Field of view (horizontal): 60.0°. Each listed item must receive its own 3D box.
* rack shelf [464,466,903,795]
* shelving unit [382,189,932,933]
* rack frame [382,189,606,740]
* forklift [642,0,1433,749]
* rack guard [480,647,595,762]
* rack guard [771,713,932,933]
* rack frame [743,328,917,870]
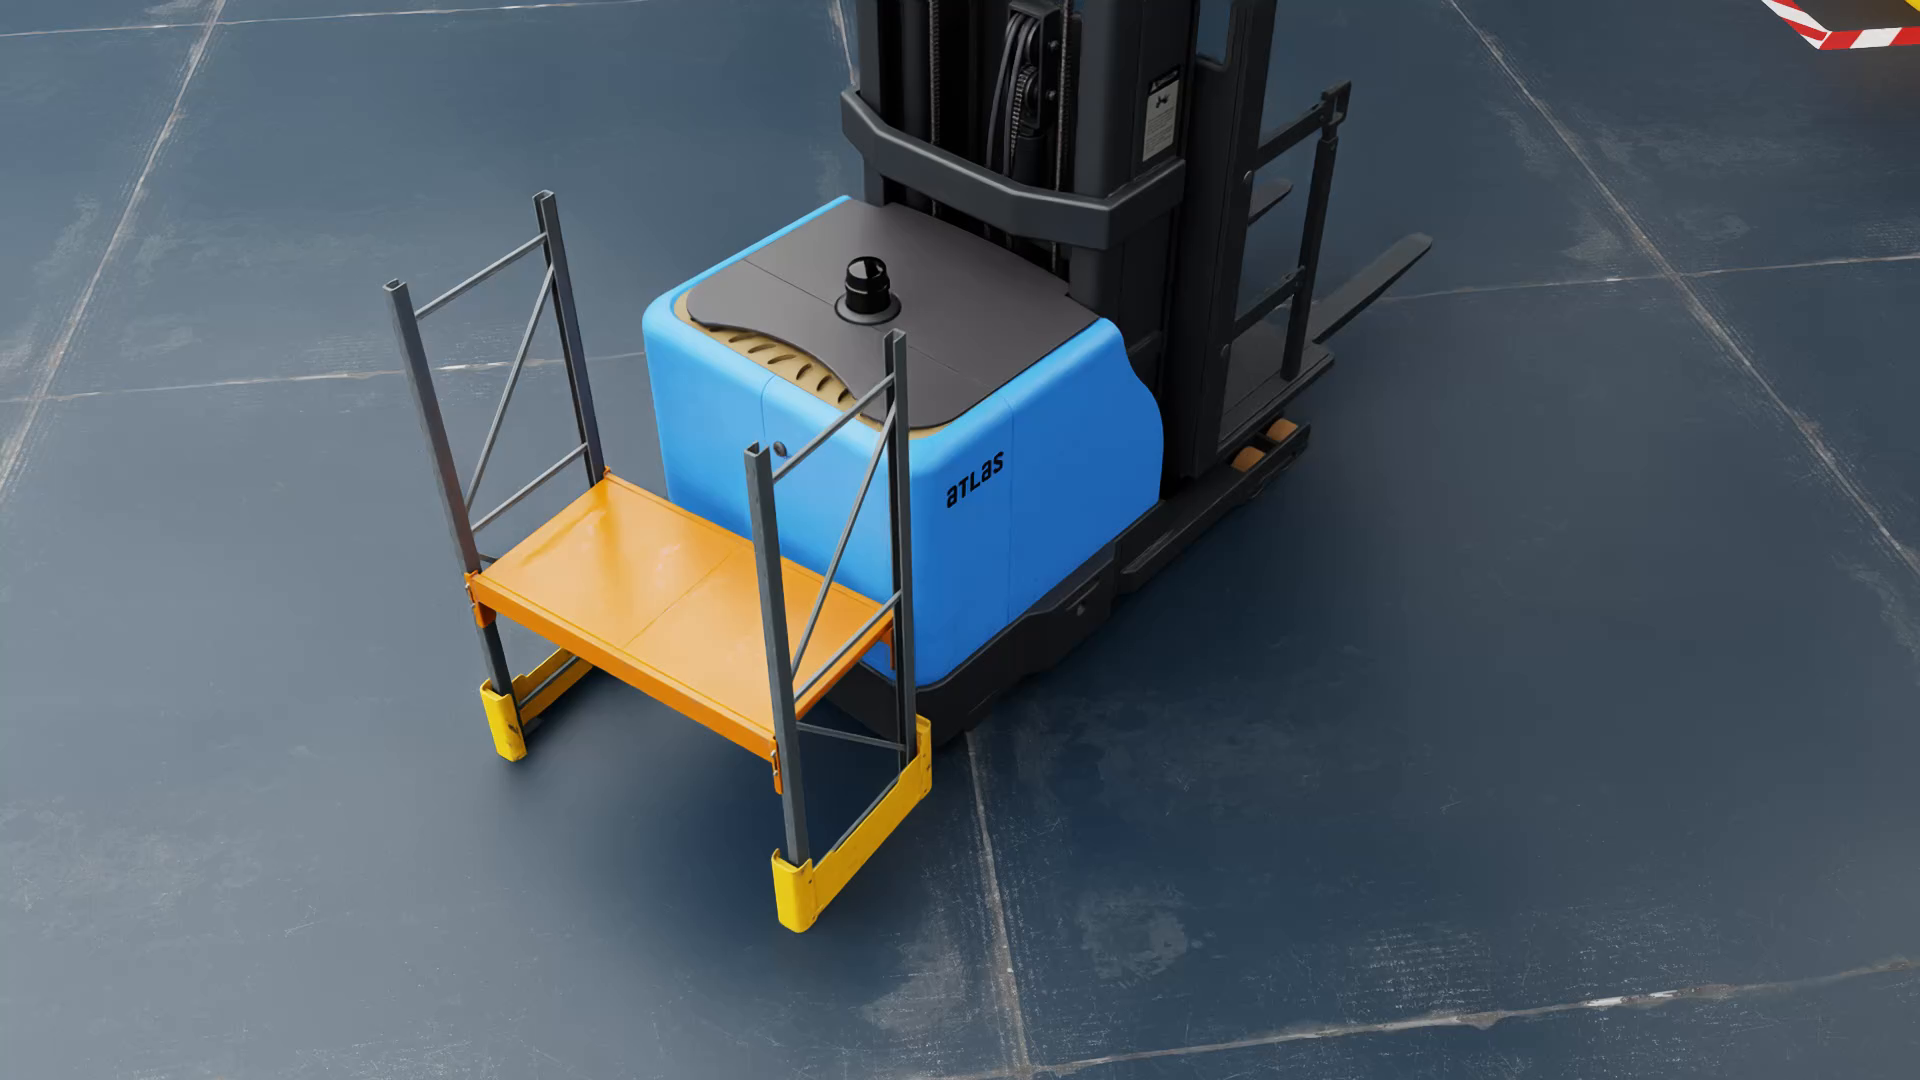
[{"bbox_3d":[-0.686,0.197,4.181,1.000,0.185,0.538,24,47,25],"label":"rack shelf"},{"bbox_3d":[-0.679,0.067,4.056,1.083,1.500,0.587,24,47,25],"label":"shelving unit"},{"bbox_3d":[-1.108,-0.127,4.271,0.032,1.500,0.500,24,47,25],"label":"rack frame"},{"bbox_3d":[0.503,-1.426,4.643,1.130,2.935,3.031,31,50,29],"label":"forklift"},{"bbox_3d":[-1.091,0.344,4.682,0.087,0.250,0.587,24,47,25],"label":"rack guard"},{"bbox_3d":[-0.266,0.718,4.268,0.087,0.250,0.587,24,47,25],"label":"rack guard"},{"bbox_3d":[-0.265,0.254,3.849,0.032,1.500,0.500,24,47,25],"label":"rack frame"}]
